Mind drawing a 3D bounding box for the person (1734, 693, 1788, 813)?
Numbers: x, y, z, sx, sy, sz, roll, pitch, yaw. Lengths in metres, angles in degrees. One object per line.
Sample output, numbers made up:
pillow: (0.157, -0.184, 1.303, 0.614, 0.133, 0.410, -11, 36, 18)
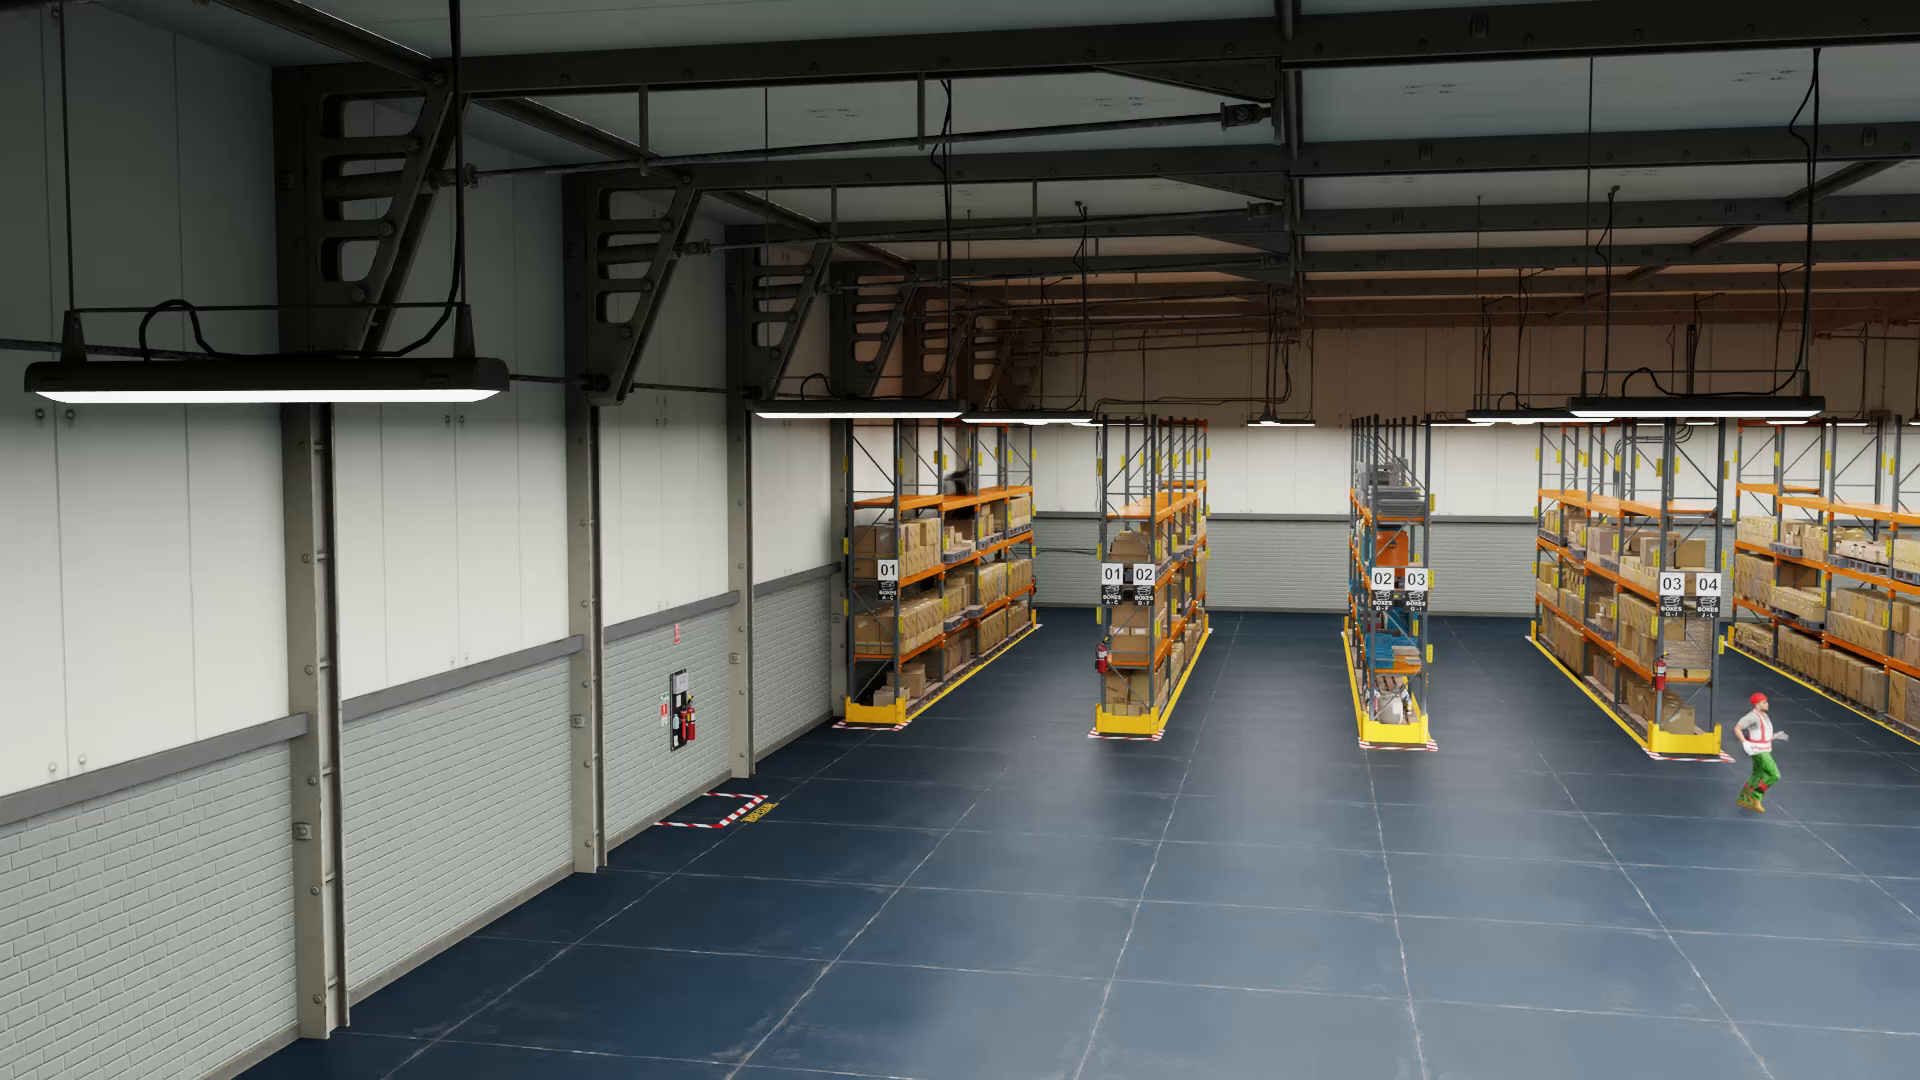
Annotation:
person: (11.968, 3.172, 24.819, 0.691, 1.769, 0.650, 3, 5, 41)
